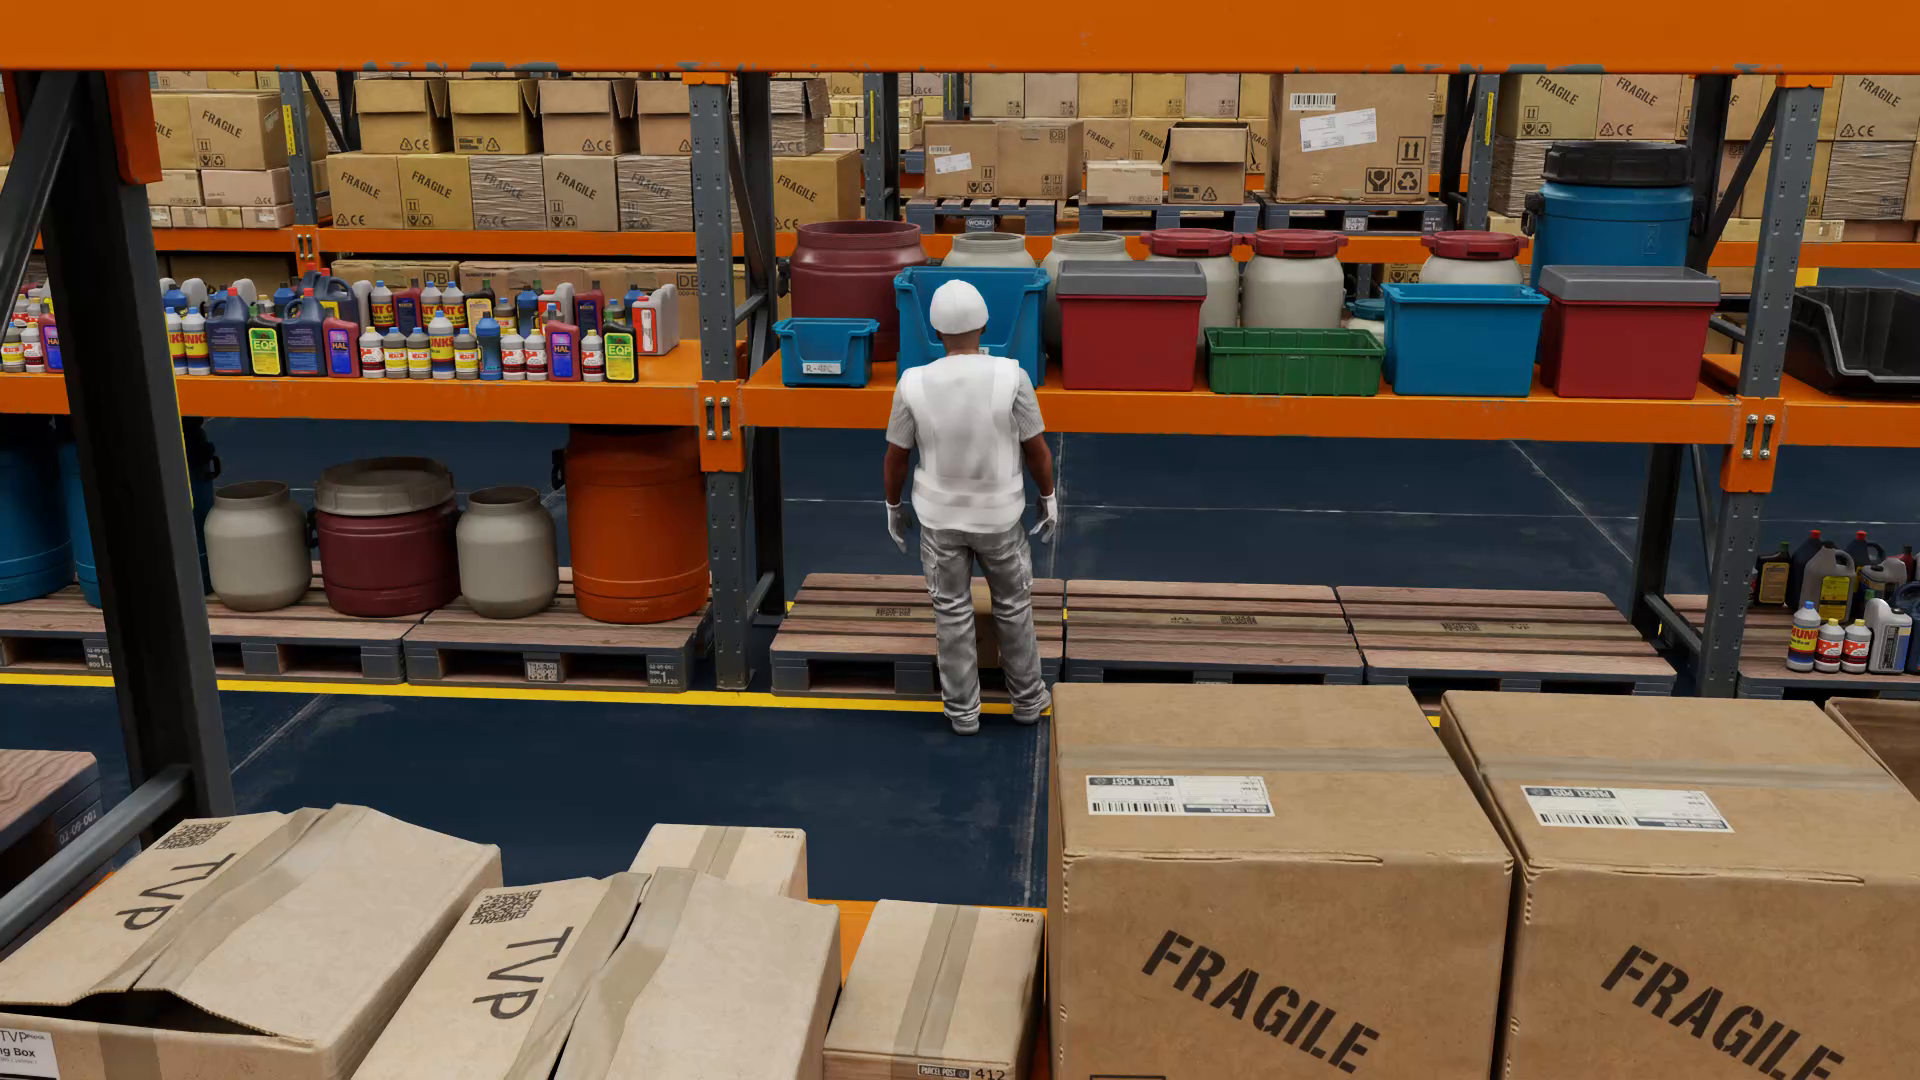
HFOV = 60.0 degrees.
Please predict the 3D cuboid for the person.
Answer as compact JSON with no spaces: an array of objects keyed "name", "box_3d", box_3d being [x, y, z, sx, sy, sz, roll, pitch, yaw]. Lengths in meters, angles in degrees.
[{"name":"person","box_3d":[0.048,-0.124,6.381,0.657,1.783,0.577,1,17,4]}]
